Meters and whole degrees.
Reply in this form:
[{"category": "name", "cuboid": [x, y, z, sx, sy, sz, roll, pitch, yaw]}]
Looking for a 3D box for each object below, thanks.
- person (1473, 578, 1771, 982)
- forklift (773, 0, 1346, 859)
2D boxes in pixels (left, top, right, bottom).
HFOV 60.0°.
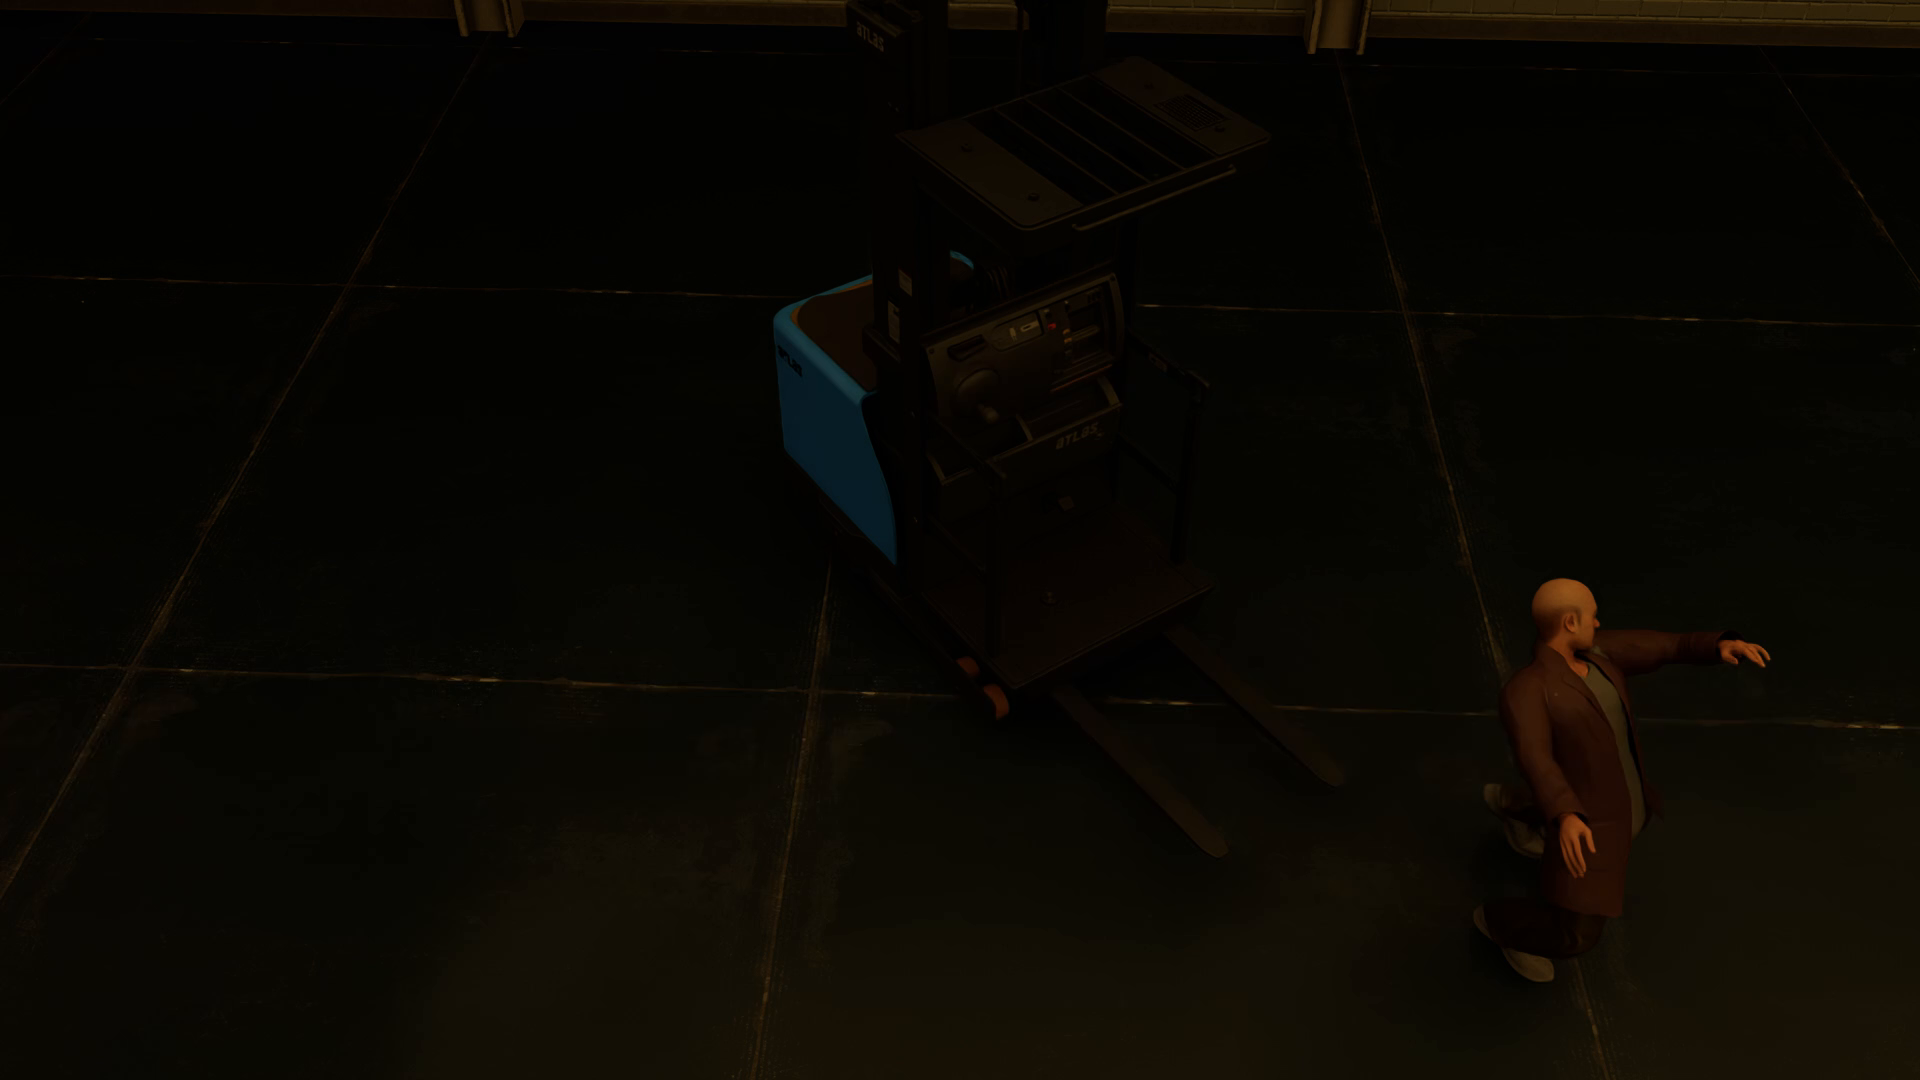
[{"category": "person", "cuboid": [2.061, 0.946, 5.679, 0.738, 1.588, 1.116, 25, 48, 25]}, {"category": "forklift", "cuboid": [0.391, -0.683, 6.491, 1.130, 2.935, 3.031, -25, 48, -25]}]
